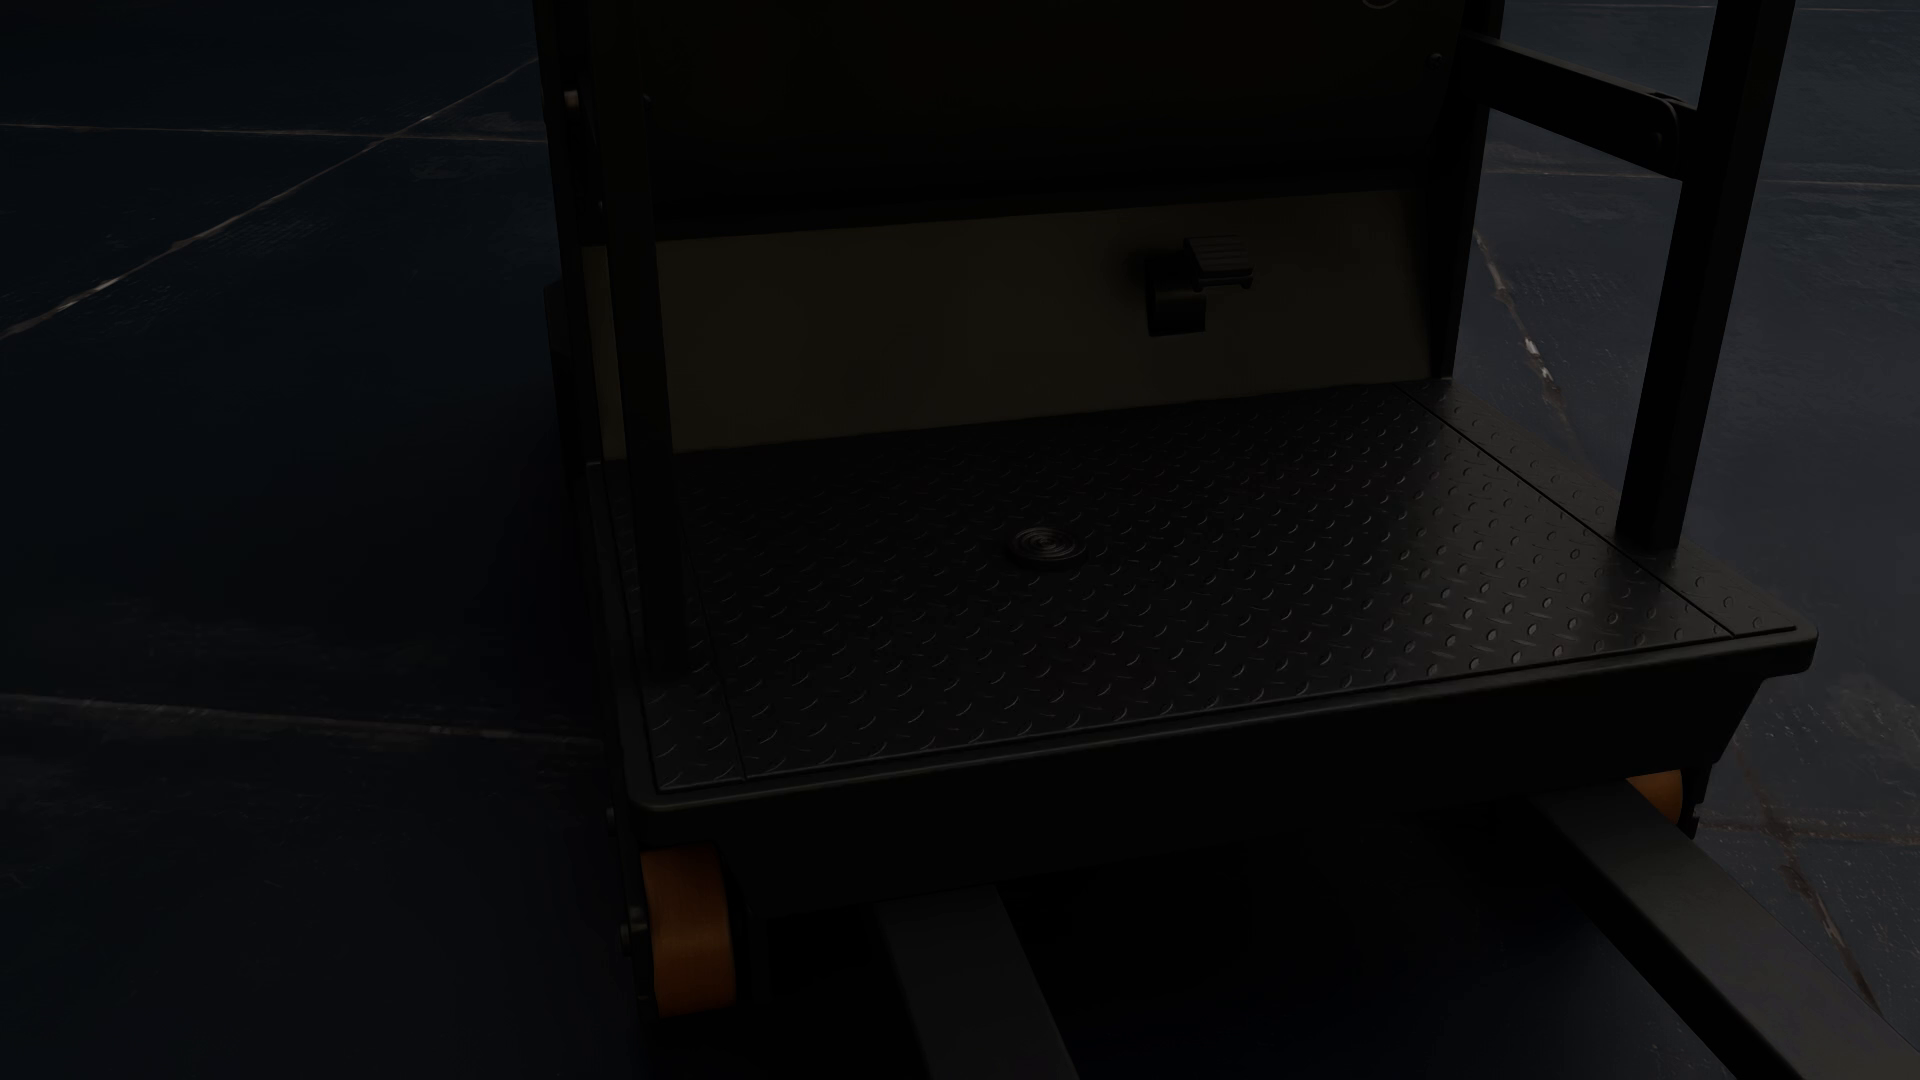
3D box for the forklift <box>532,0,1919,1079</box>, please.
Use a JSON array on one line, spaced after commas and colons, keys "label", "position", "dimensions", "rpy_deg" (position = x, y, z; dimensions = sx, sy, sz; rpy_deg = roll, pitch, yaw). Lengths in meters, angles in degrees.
[{"label": "forklift", "position": [0.153, -1.049, 1.319], "dimensions": [1.130, 2.935, 3.031], "rpy_deg": [-7, 27, -13]}]
